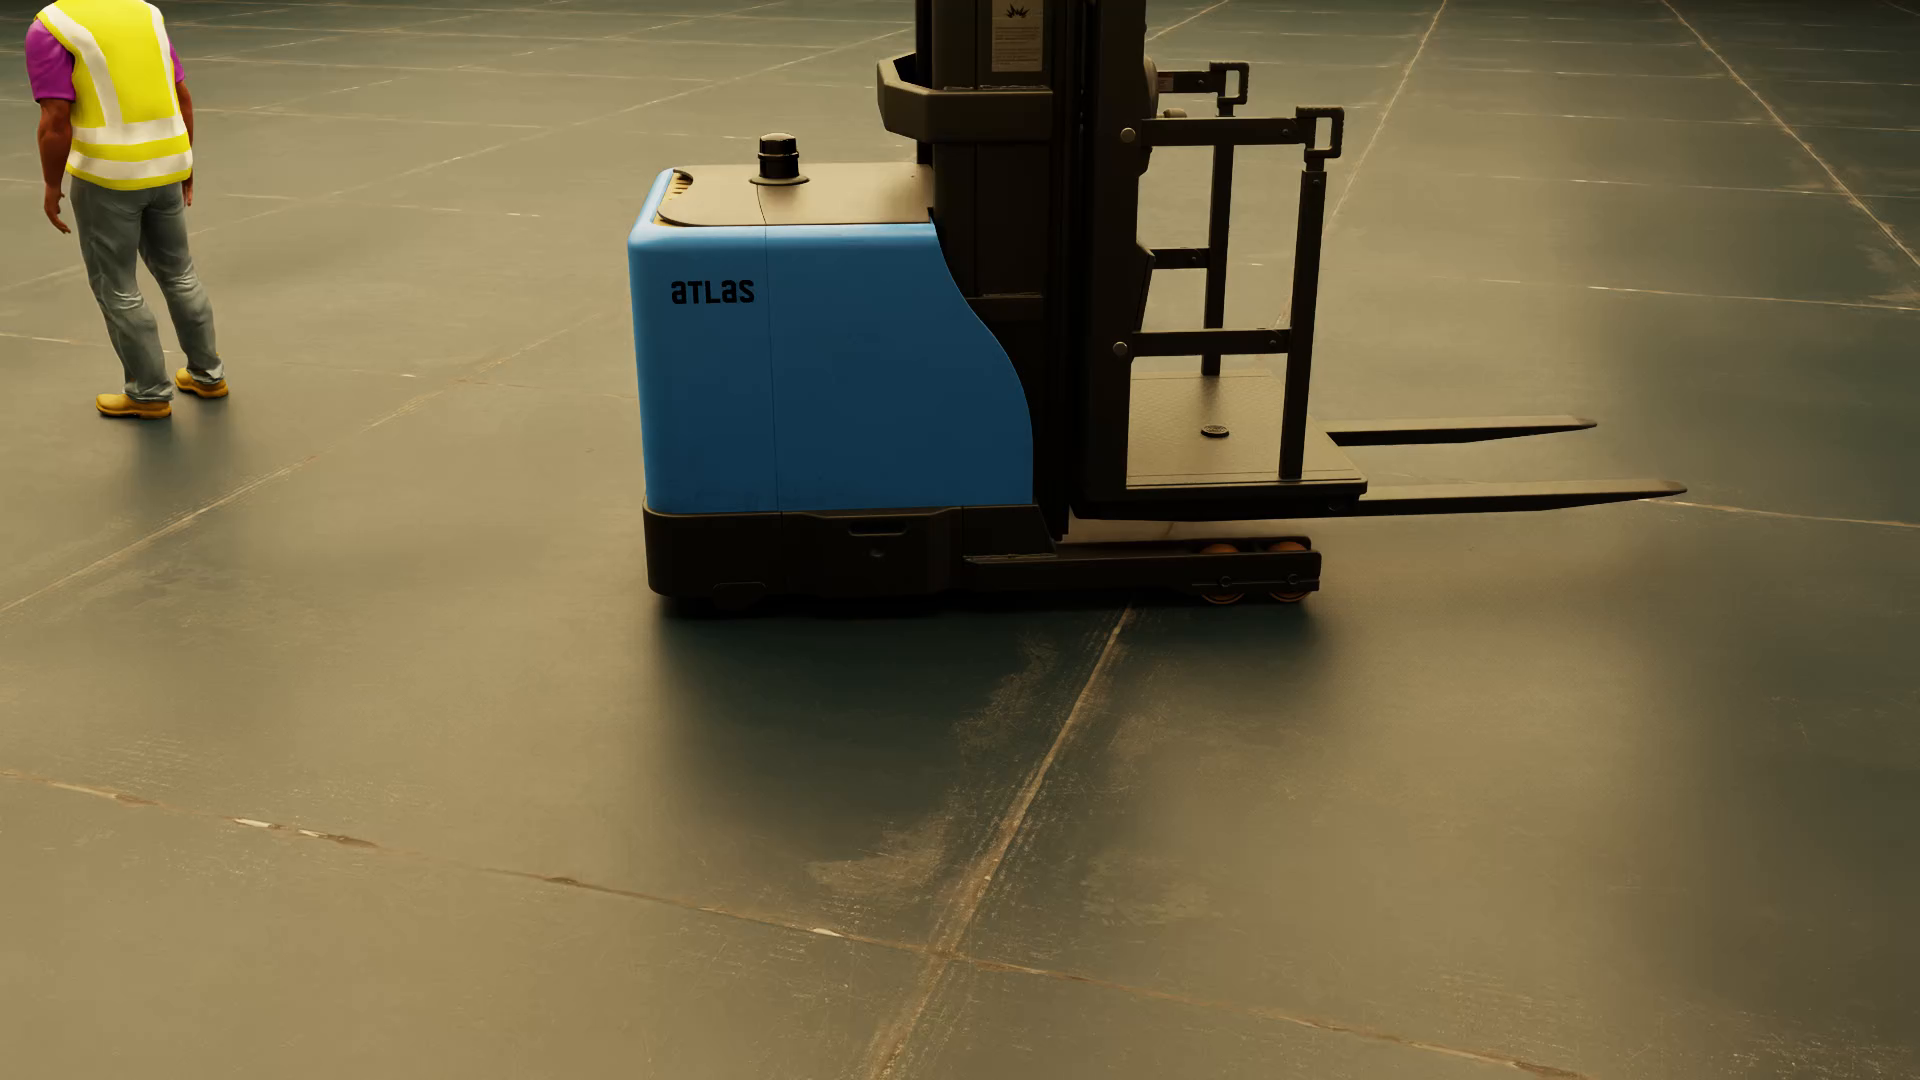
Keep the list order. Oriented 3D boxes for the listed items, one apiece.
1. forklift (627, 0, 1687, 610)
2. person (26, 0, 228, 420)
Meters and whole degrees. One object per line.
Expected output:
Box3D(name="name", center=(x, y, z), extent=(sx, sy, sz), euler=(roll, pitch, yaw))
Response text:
Box3D(name="forklift", center=(0.606, -1.374, 4.608), extent=(3.031, 2.935, 1.130), euler=(-2, 23, -4))
Box3D(name="person", center=(-3.049, -1.331, 6.042), extent=(0.461, 1.761, 0.627), euler=(10, 25, 23))
